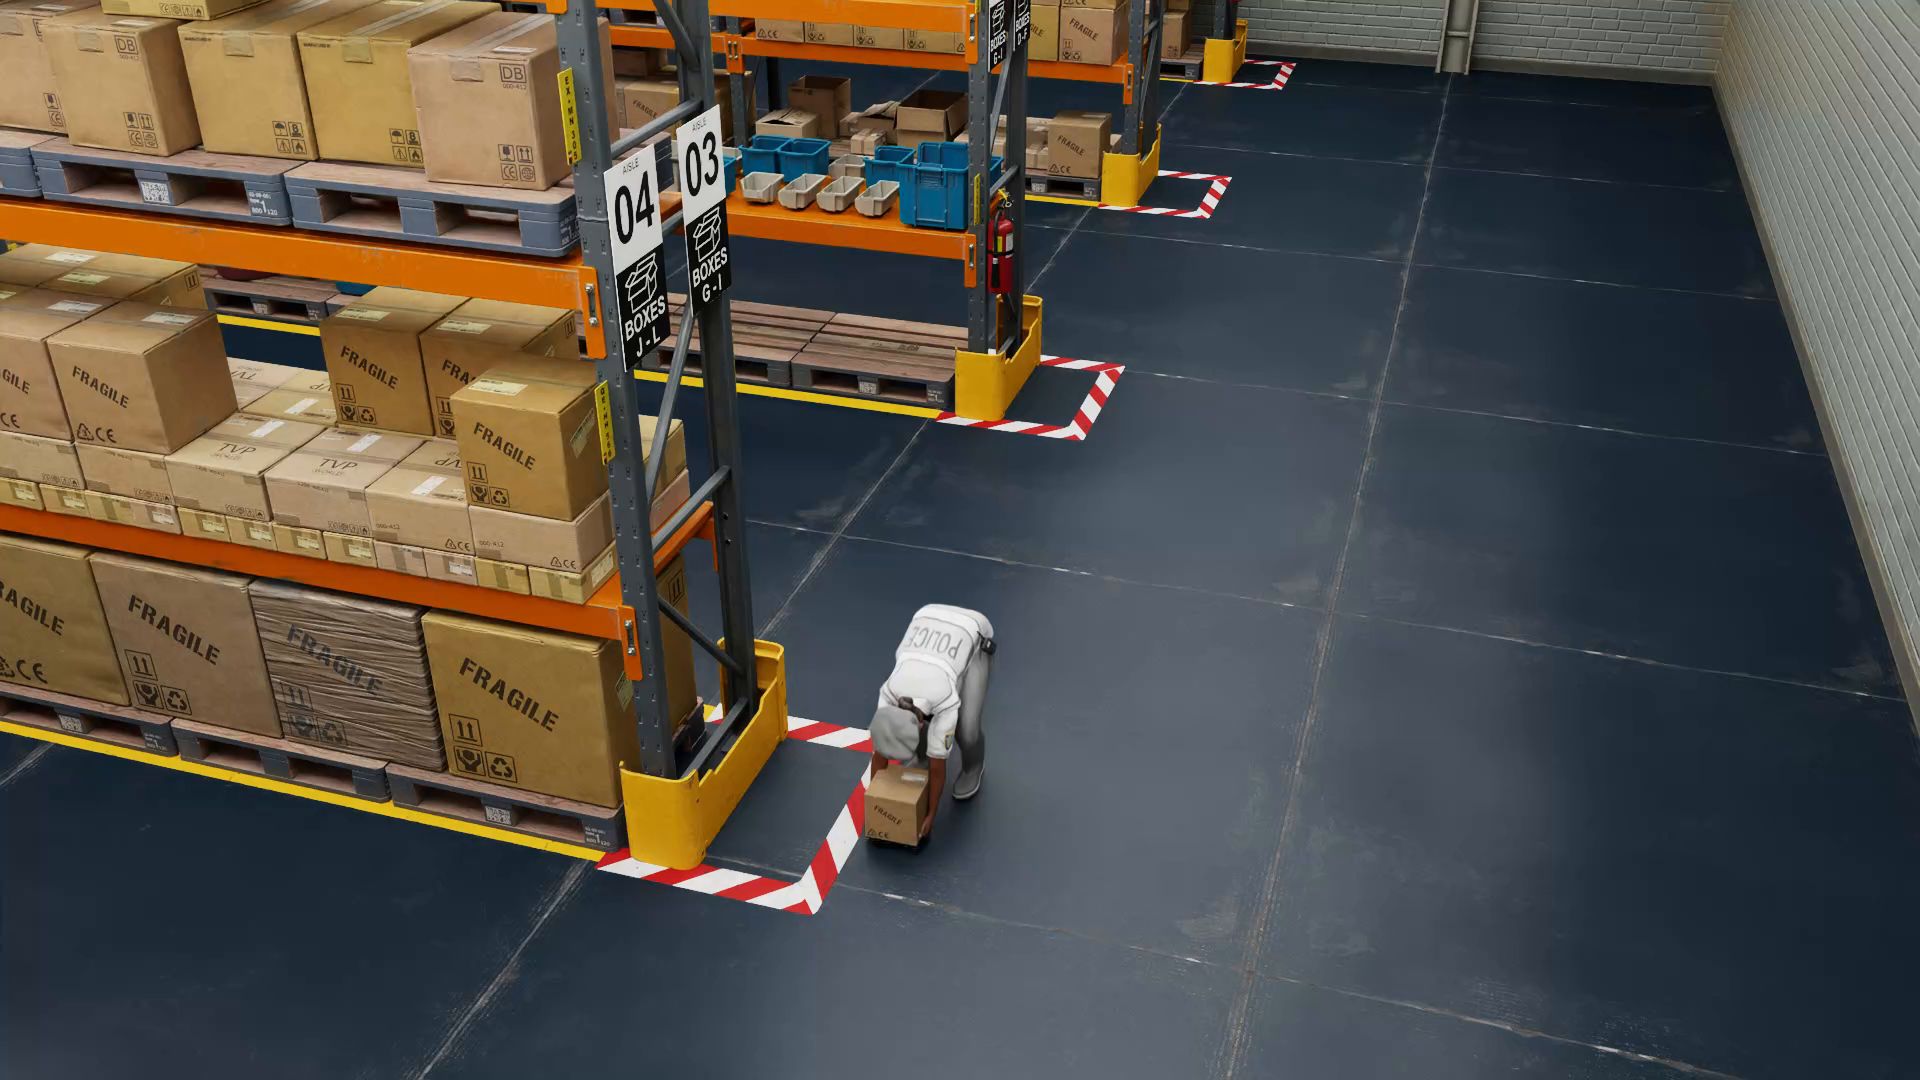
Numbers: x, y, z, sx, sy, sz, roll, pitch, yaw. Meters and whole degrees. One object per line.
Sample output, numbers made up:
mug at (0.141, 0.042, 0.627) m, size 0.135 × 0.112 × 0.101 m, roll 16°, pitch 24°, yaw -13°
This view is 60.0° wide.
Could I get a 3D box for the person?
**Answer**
person at (-0.135, 0.841, 7.778) m, size 0.465 × 0.907 × 0.904 m, roll 11°, pitch 31°, yaw 19°
